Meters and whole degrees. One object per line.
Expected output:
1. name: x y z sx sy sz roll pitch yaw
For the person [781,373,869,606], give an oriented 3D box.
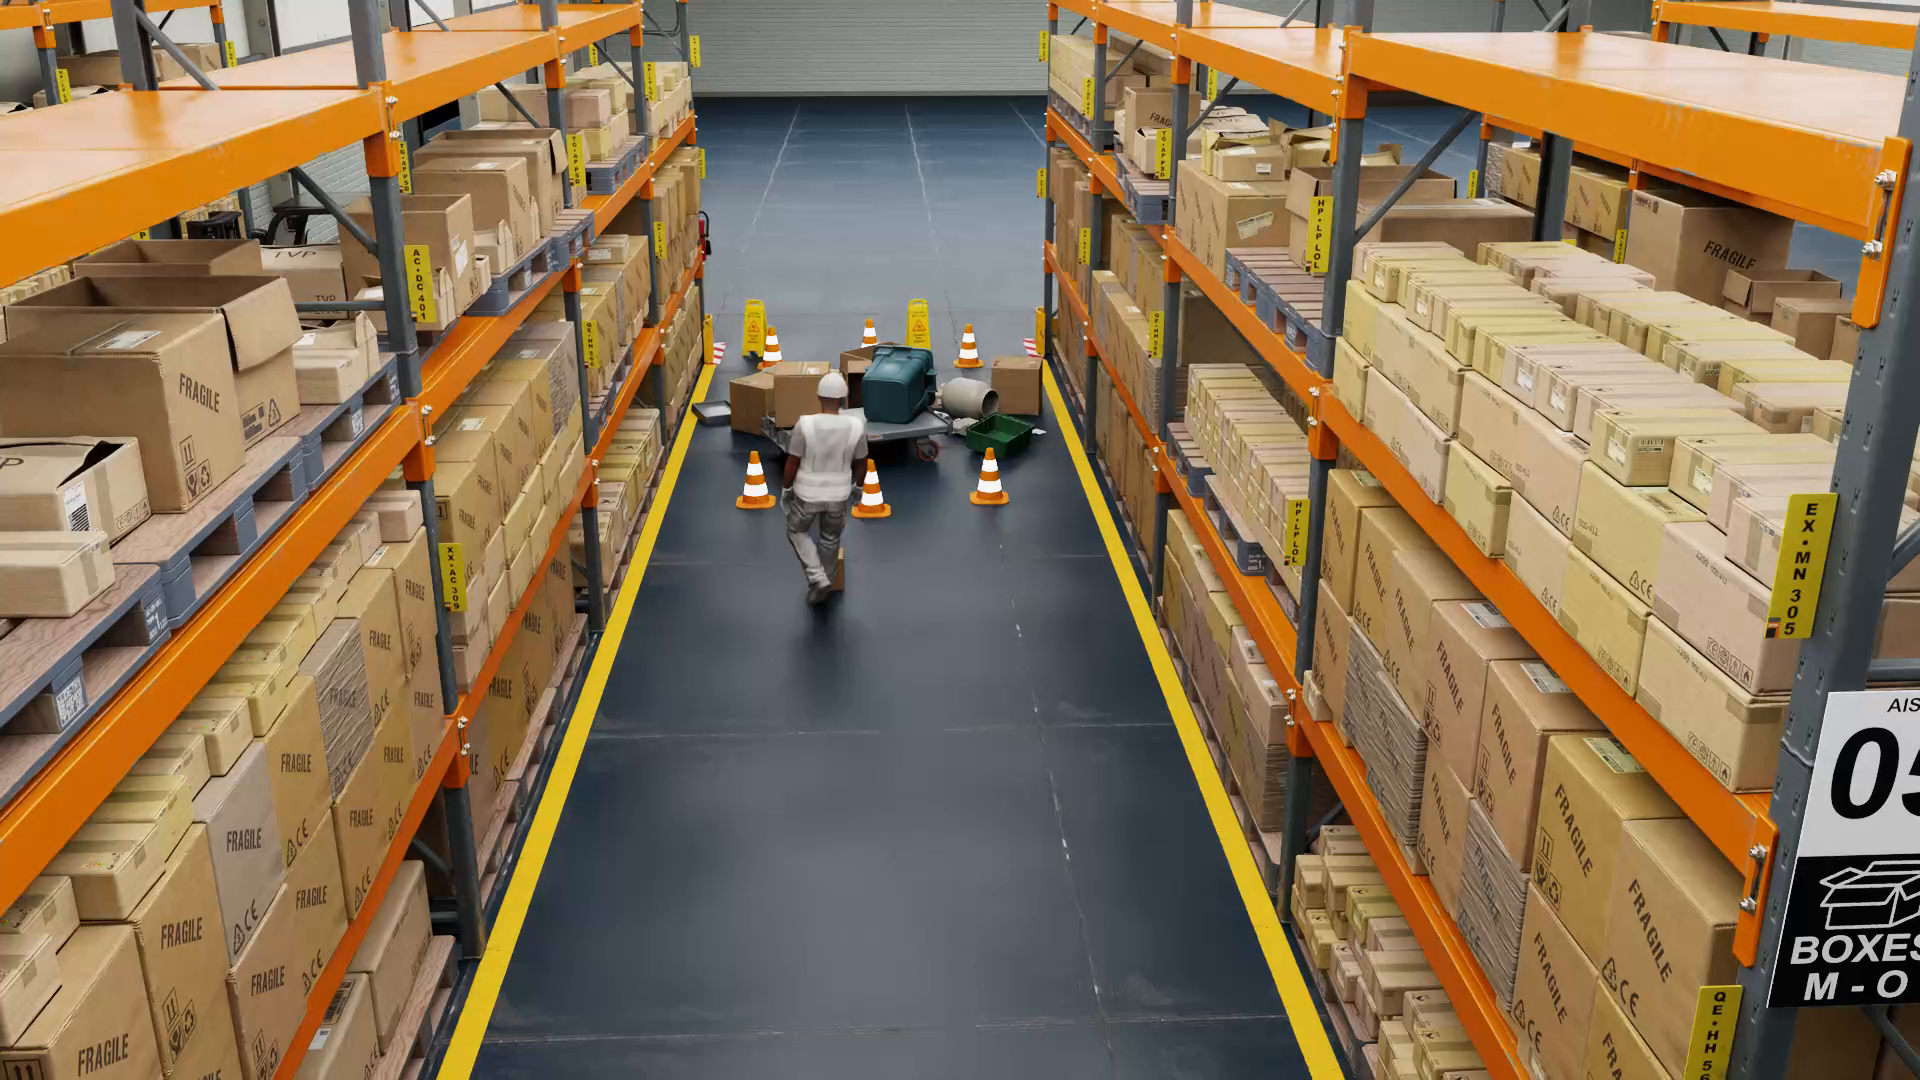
1. person: -1.004 -0.368 12.023 0.636 1.771 0.675 -6 21 -15
